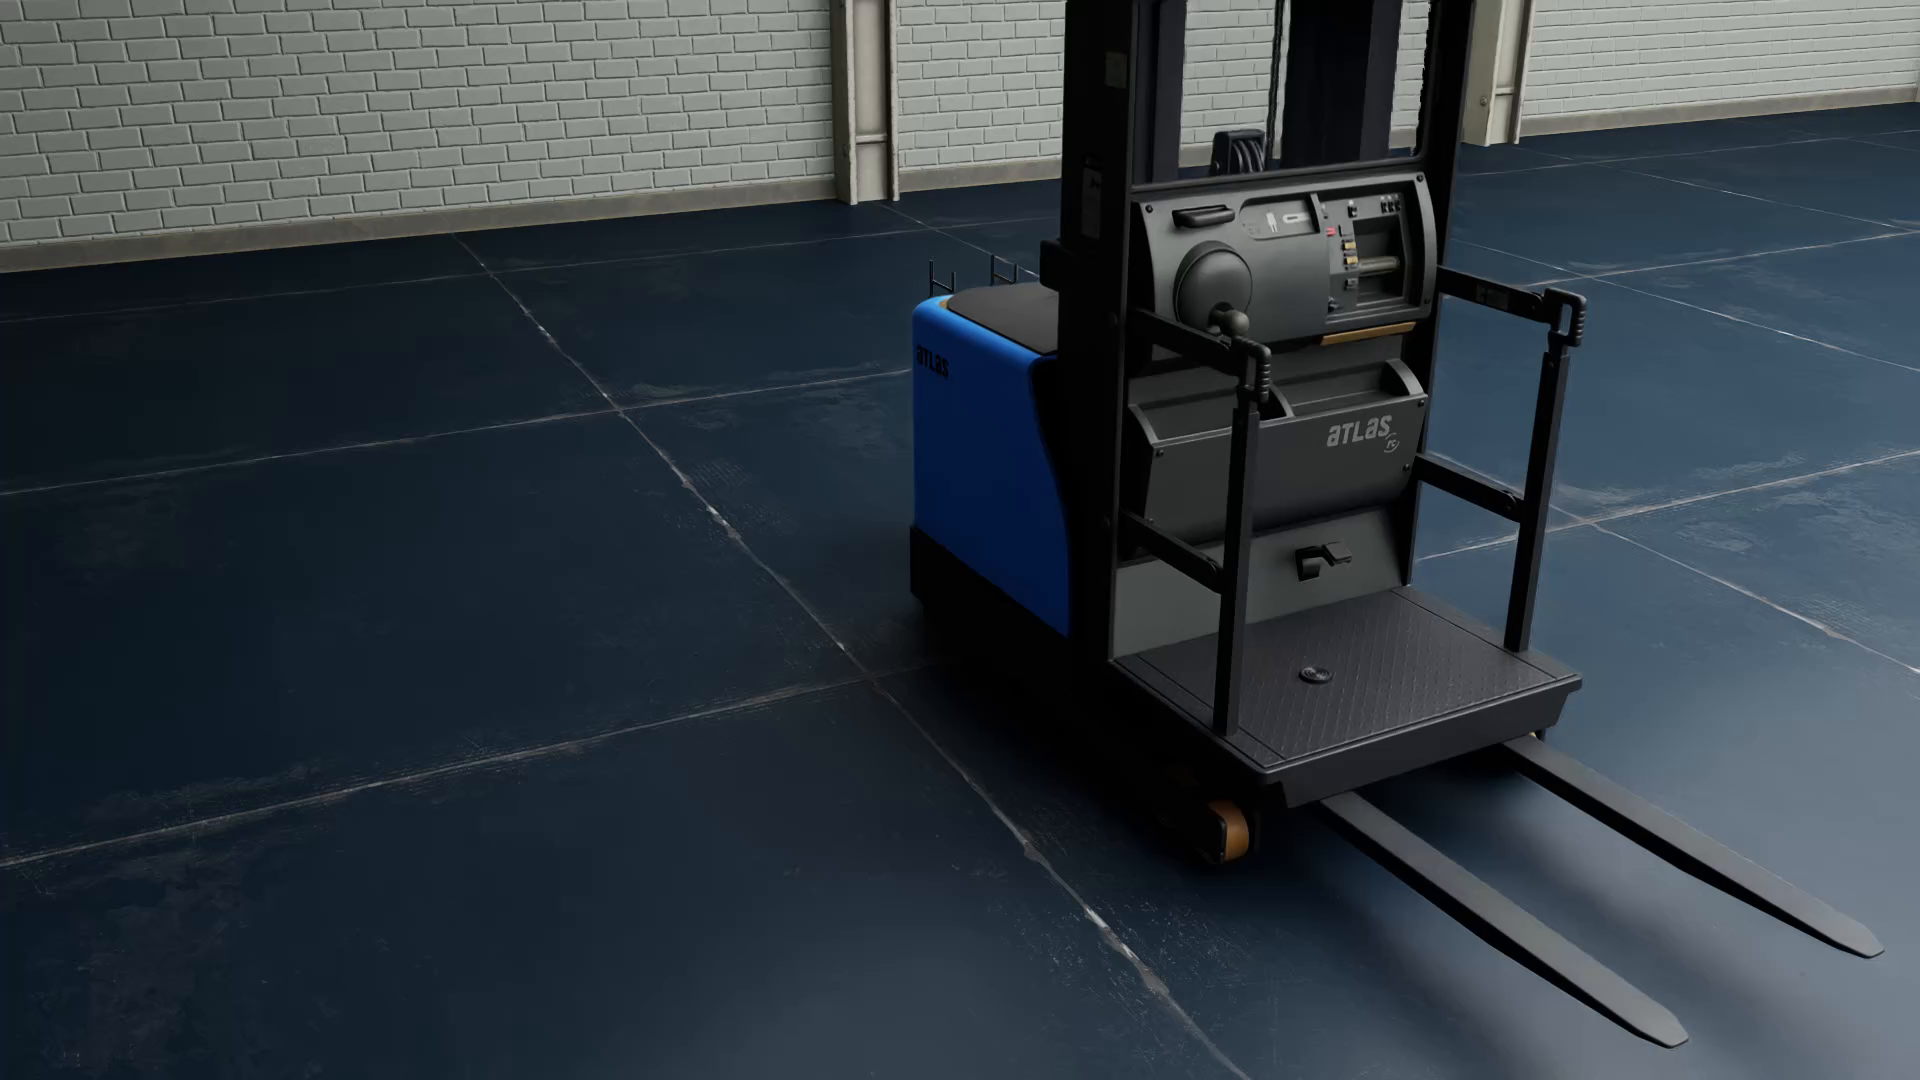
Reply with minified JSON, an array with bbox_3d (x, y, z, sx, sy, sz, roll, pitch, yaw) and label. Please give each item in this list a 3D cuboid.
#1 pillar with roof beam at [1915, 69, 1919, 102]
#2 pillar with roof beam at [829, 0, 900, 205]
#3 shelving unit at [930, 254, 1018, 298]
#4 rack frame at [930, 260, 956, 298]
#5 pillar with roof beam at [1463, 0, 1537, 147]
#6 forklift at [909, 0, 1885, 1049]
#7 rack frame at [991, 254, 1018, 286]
[{"bbox_3d":[11.988,-7.207,11.896,0.400,9.000,9.100,-10,25,-24],"label":"pillar with roof beam"},{"bbox_3d":[1.176,-5.217,7.087,0.400,9.000,9.100,-10,25,-24],"label":"pillar with roof beam"},{"bbox_3d":[0.048,-0.494,6.071,0.252,1.050,0.215,-10,25,-24],"label":"shelving unit"},{"bbox_3d":[-0.062,-0.474,6.022,0.008,1.050,0.200,-10,25,-24],"label":"rack frame"},{"bbox_3d":[6.582,-6.212,9.492,0.400,9.000,9.100,-10,25,-24],"label":"pillar with roof beam"},{"bbox_3d":[0.971,-0.723,4.165,1.130,2.935,3.031,-12,25,-26],"label":"forklift"},{"bbox_3d":[0.158,-0.514,6.120,0.008,1.050,0.200,-10,25,-24],"label":"rack frame"}]
